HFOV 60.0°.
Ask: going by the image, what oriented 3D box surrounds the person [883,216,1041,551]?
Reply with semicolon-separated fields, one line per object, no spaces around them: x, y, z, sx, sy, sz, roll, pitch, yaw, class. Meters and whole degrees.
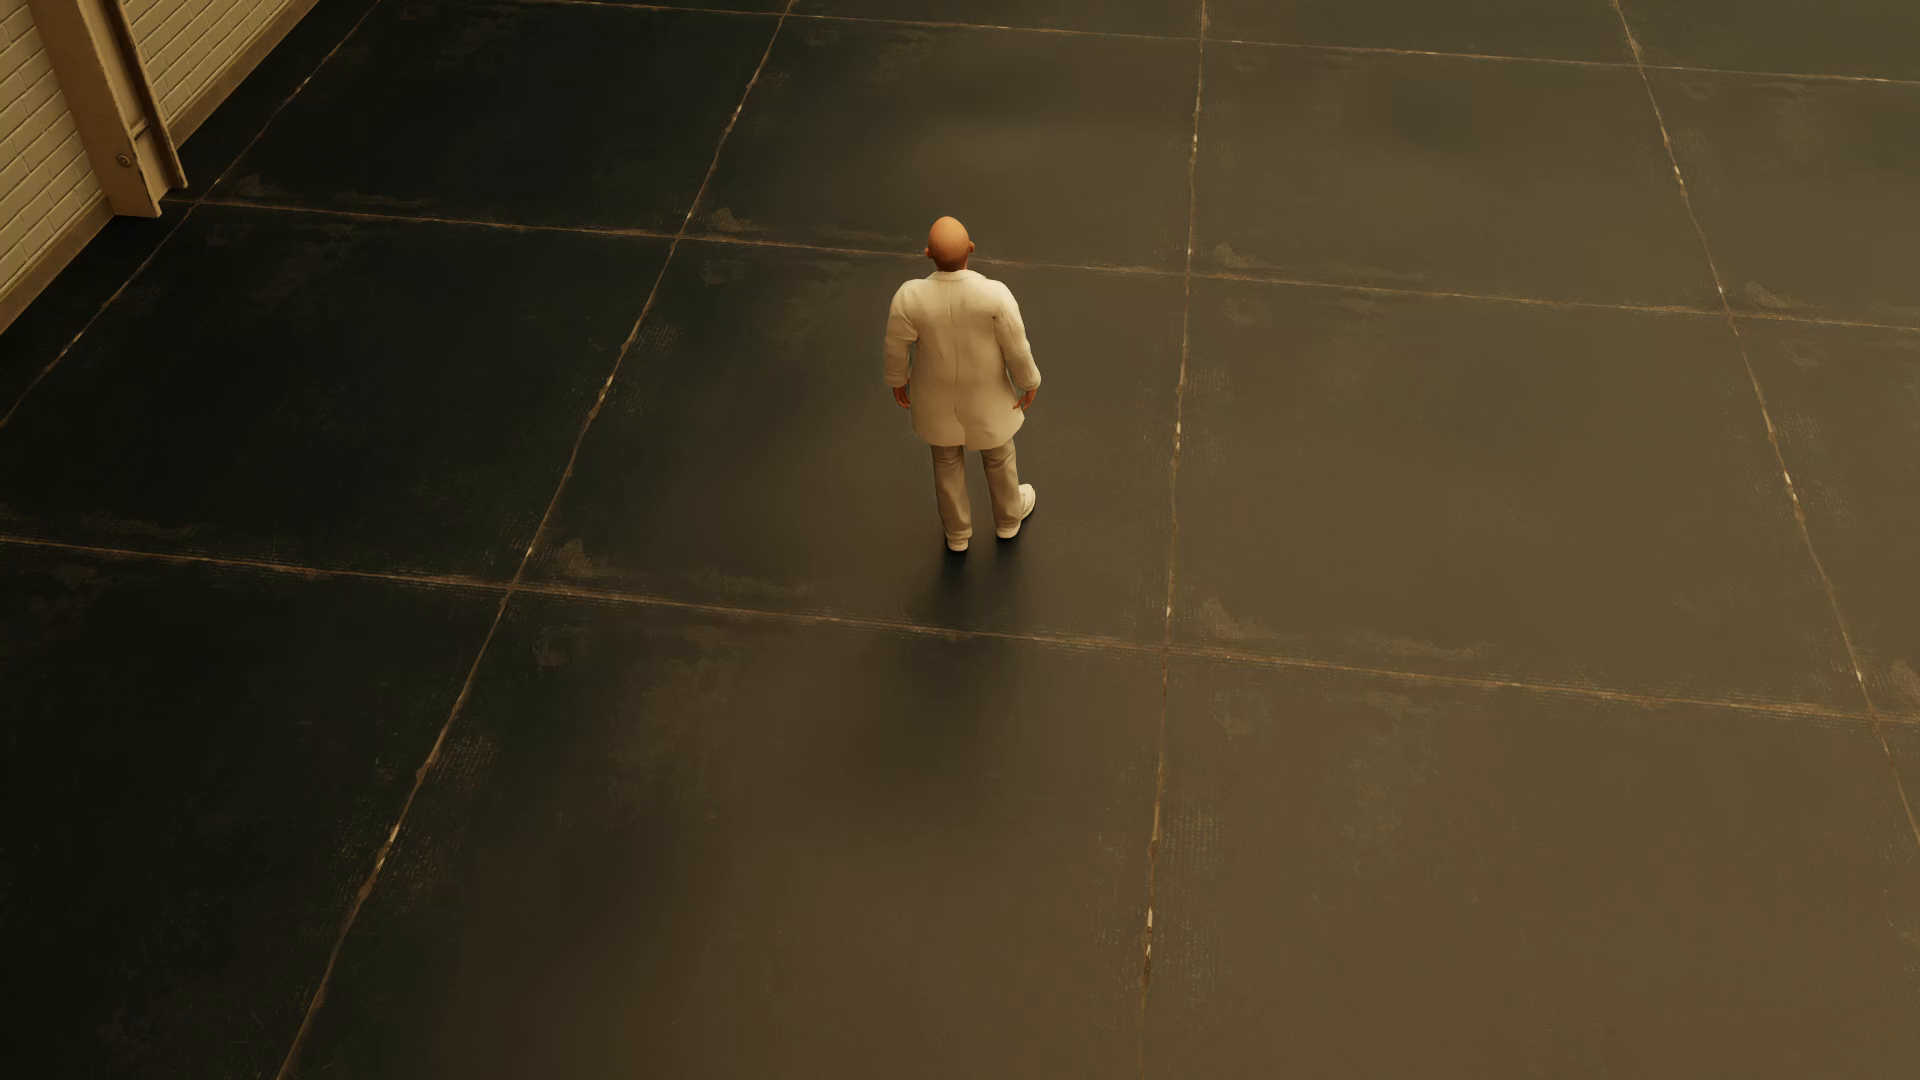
0.017;-0.720;7.350;0.696;1.775;0.581;5;43;6;person
